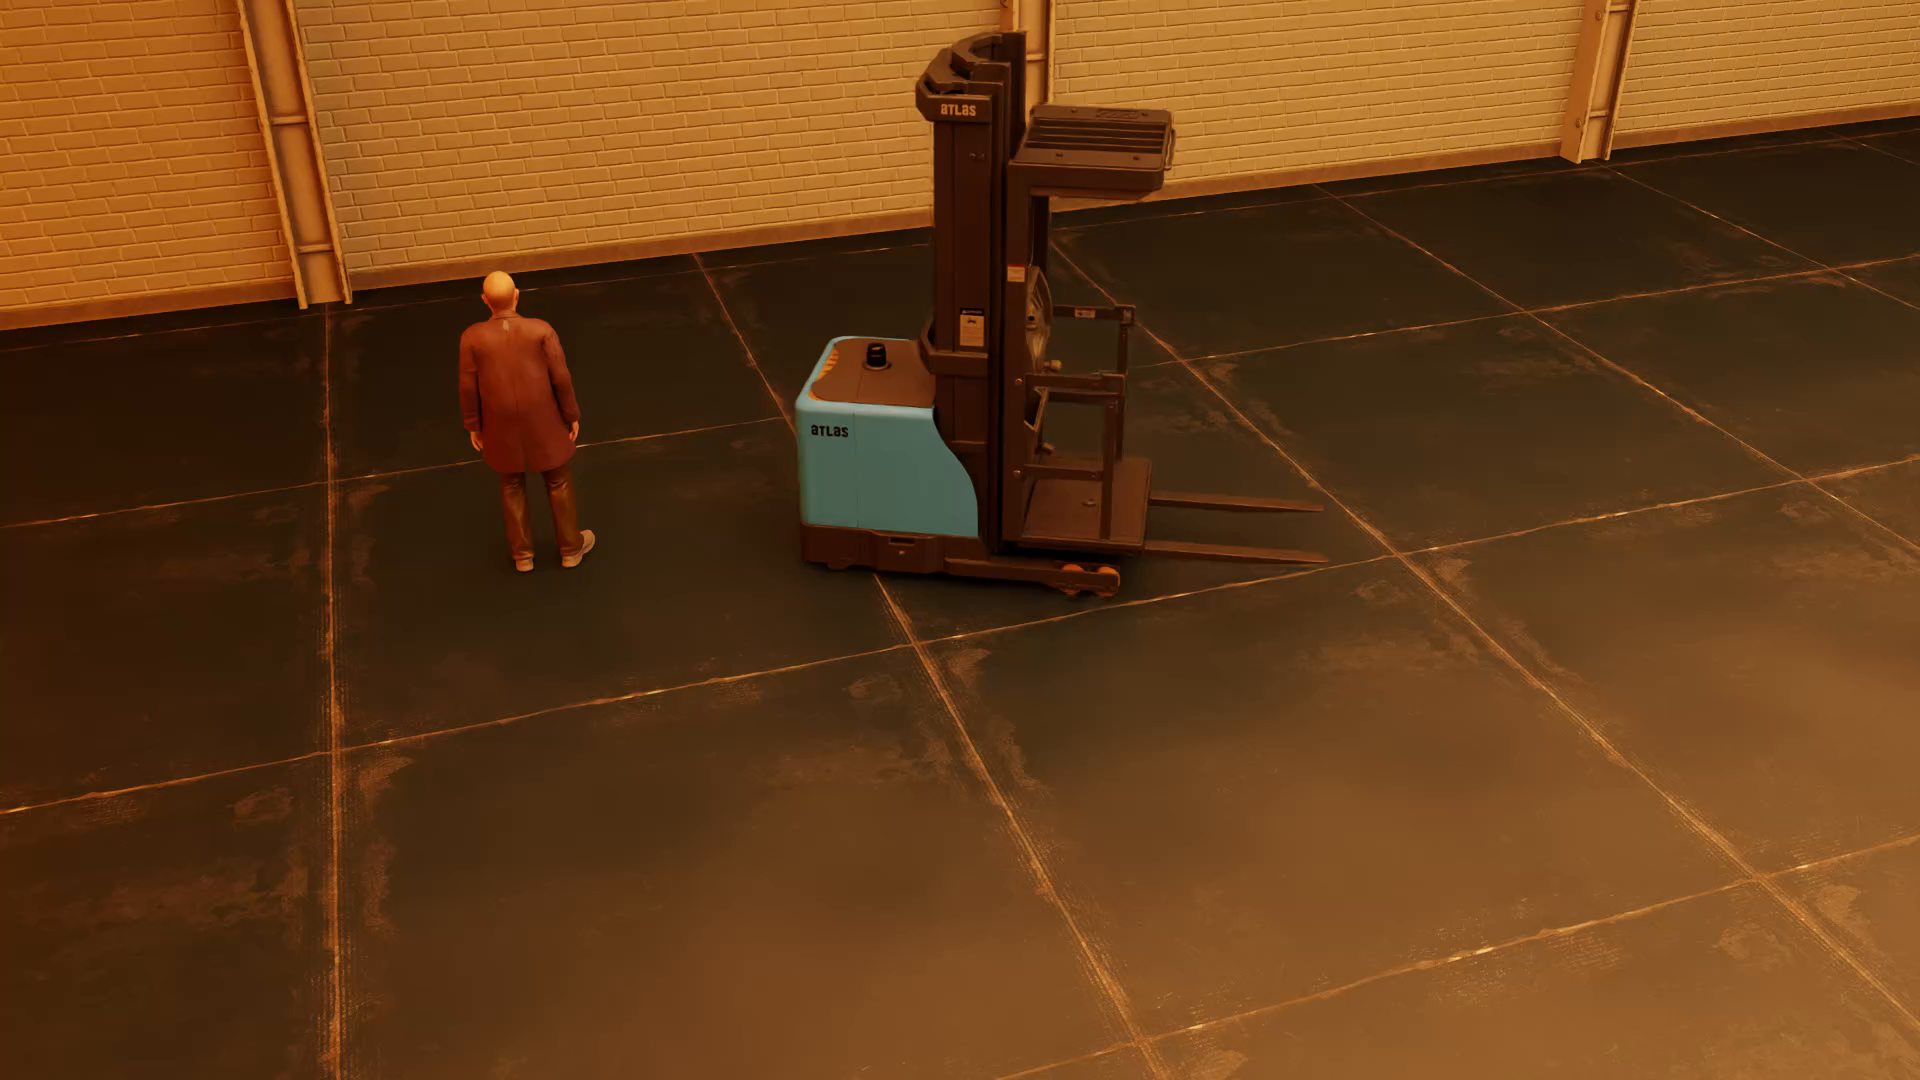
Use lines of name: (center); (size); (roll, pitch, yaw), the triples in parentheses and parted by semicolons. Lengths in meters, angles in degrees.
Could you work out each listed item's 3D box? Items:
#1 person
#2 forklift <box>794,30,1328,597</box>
person: (-2.469, -0.658, 9.392); (0.644, 1.772, 0.430); (-5, 30, -8)
forklift: (0.625, -1.233, 9.230); (3.031, 2.935, 1.130); (4, 30, 8)
